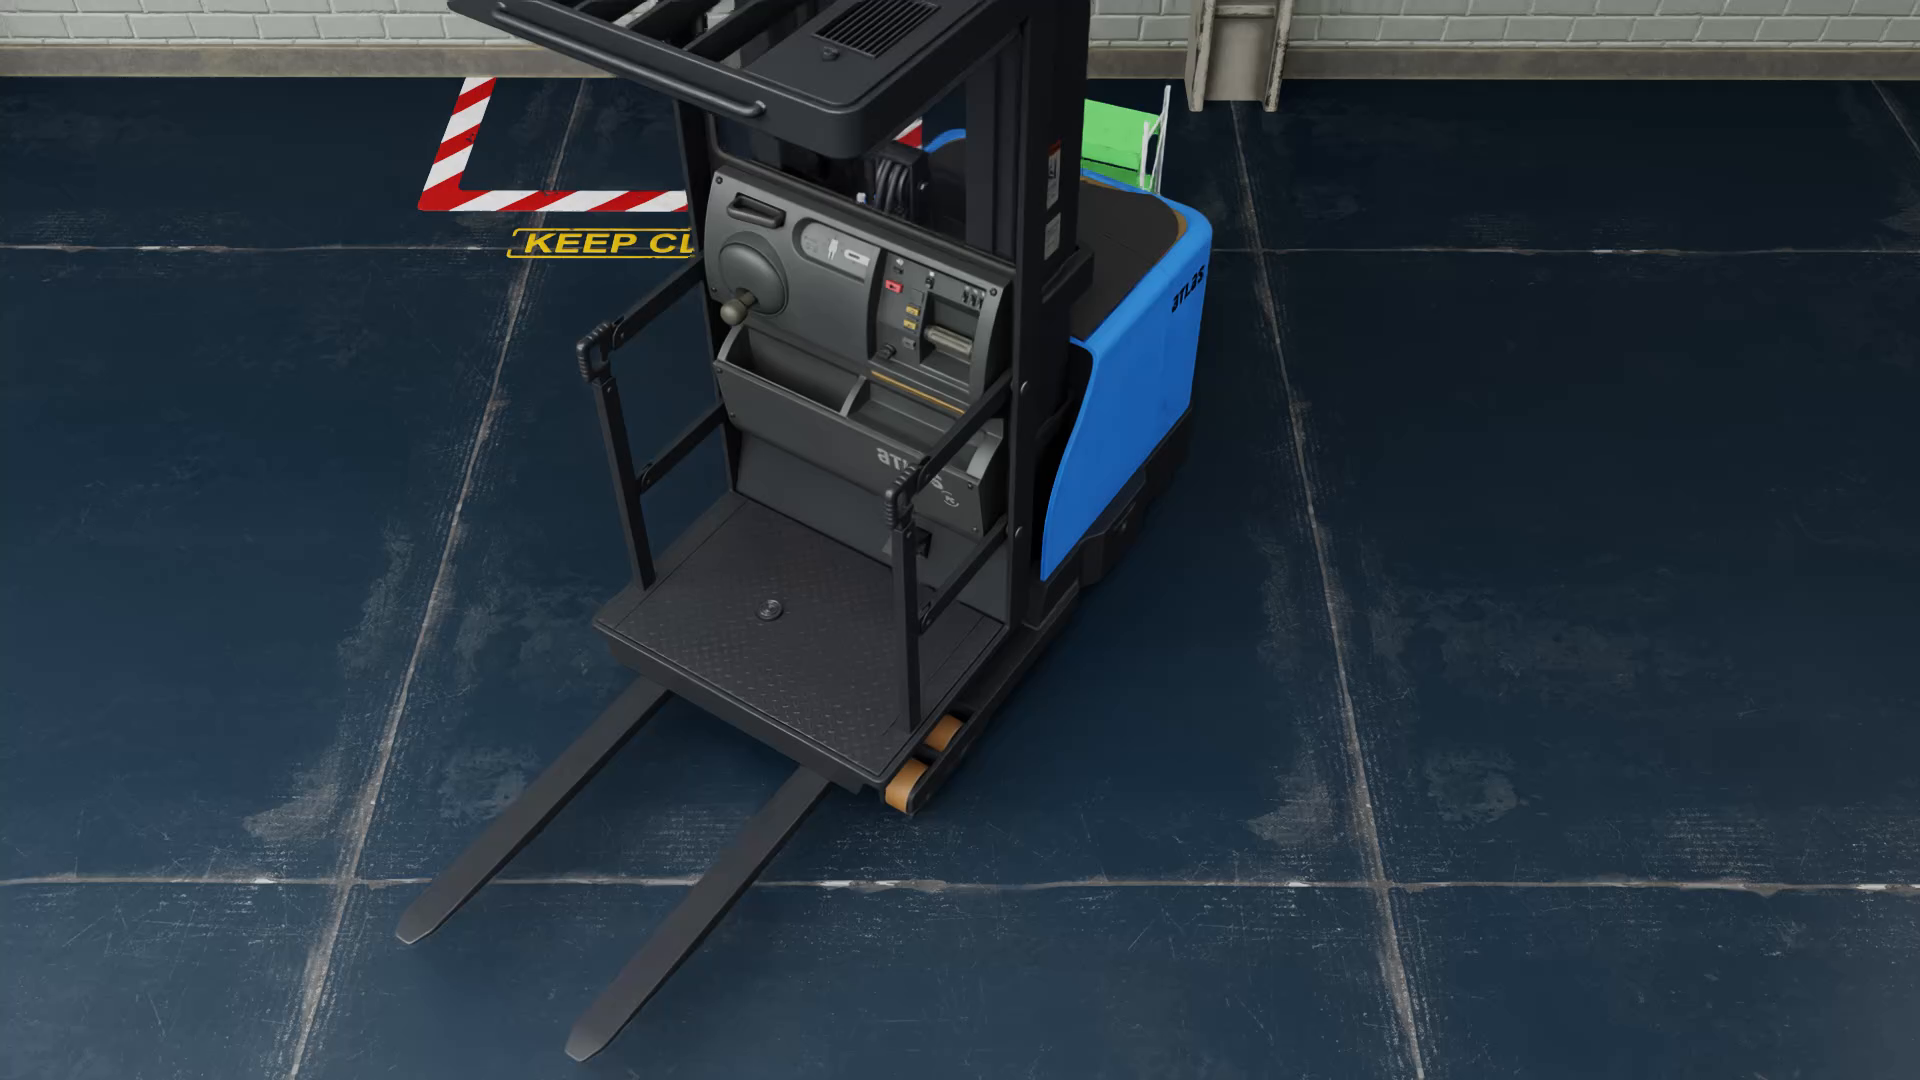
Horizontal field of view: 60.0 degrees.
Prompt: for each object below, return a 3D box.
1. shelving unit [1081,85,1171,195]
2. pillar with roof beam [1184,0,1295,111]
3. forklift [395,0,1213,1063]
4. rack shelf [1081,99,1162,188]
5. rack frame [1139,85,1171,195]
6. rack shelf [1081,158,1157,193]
[{"bbox_3d":[0.421,-1.086,5.941,0.503,1.200,0.258,17,49,15],"label":"shelving unit"},{"bbox_3d":[1.229,-1.979,1.444,0.400,9.000,9.100,0,47,0],"label":"pillar with roof beam"},{"bbox_3d":[-0.412,-0.583,4.290,1.130,2.935,3.031,26,52,22],"label":"forklift"},{"bbox_3d":[0.421,-1.369,5.636,0.480,0.148,0.258,17,49,15],"label":"rack shelf"},{"bbox_3d":[0.647,-1.018,5.878,0.015,1.200,0.240,17,49,15],"label":"rack frame"},{"bbox_3d":[0.421,-1.206,5.812,0.480,0.148,0.258,17,49,15],"label":"rack shelf"}]
